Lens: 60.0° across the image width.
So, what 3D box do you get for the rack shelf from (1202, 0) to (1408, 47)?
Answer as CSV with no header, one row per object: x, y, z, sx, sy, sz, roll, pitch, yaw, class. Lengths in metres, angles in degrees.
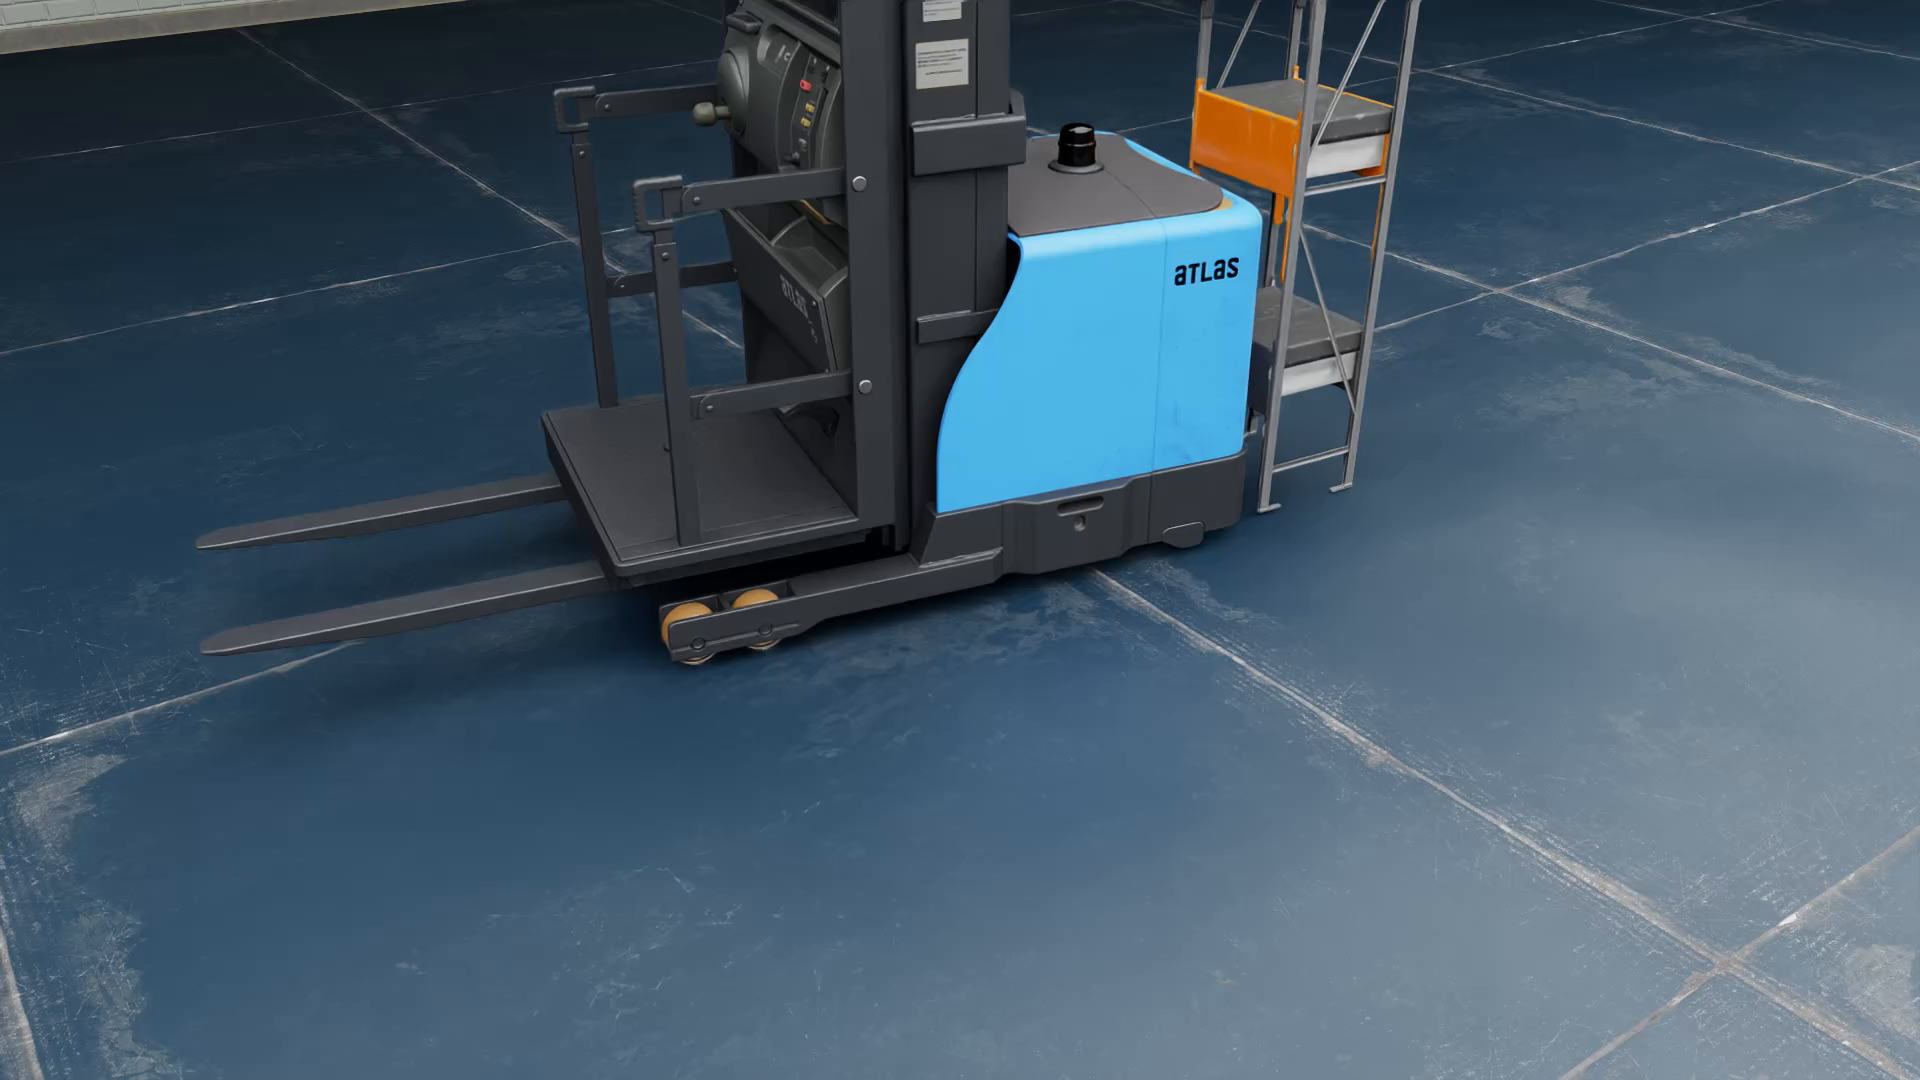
1.040,-1.767,4.857,0.431,0.518,0.480,-15,32,-28,rack shelf

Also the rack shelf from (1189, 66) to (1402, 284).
1.028,-1.149,5.185,0.431,0.518,0.480,-15,32,-28,rack shelf

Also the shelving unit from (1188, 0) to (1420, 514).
1.029,-1.161,5.179,0.431,2.100,0.503,-15,32,-28,shelving unit

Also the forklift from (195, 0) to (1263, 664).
-0.678,-1.230,4.444,3.031,2.935,1.130,-11,31,-20,forklift

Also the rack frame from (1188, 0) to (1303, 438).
0.902,-1.261,5.362,0.400,2.100,0.015,-15,32,-28,rack frame

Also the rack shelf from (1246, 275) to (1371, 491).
1.017,-0.531,5.513,0.431,0.518,0.480,-15,32,-28,rack shelf

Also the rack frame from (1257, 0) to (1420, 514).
1.155,-1.061,4.995,0.400,2.100,0.015,-15,32,-28,rack frame
